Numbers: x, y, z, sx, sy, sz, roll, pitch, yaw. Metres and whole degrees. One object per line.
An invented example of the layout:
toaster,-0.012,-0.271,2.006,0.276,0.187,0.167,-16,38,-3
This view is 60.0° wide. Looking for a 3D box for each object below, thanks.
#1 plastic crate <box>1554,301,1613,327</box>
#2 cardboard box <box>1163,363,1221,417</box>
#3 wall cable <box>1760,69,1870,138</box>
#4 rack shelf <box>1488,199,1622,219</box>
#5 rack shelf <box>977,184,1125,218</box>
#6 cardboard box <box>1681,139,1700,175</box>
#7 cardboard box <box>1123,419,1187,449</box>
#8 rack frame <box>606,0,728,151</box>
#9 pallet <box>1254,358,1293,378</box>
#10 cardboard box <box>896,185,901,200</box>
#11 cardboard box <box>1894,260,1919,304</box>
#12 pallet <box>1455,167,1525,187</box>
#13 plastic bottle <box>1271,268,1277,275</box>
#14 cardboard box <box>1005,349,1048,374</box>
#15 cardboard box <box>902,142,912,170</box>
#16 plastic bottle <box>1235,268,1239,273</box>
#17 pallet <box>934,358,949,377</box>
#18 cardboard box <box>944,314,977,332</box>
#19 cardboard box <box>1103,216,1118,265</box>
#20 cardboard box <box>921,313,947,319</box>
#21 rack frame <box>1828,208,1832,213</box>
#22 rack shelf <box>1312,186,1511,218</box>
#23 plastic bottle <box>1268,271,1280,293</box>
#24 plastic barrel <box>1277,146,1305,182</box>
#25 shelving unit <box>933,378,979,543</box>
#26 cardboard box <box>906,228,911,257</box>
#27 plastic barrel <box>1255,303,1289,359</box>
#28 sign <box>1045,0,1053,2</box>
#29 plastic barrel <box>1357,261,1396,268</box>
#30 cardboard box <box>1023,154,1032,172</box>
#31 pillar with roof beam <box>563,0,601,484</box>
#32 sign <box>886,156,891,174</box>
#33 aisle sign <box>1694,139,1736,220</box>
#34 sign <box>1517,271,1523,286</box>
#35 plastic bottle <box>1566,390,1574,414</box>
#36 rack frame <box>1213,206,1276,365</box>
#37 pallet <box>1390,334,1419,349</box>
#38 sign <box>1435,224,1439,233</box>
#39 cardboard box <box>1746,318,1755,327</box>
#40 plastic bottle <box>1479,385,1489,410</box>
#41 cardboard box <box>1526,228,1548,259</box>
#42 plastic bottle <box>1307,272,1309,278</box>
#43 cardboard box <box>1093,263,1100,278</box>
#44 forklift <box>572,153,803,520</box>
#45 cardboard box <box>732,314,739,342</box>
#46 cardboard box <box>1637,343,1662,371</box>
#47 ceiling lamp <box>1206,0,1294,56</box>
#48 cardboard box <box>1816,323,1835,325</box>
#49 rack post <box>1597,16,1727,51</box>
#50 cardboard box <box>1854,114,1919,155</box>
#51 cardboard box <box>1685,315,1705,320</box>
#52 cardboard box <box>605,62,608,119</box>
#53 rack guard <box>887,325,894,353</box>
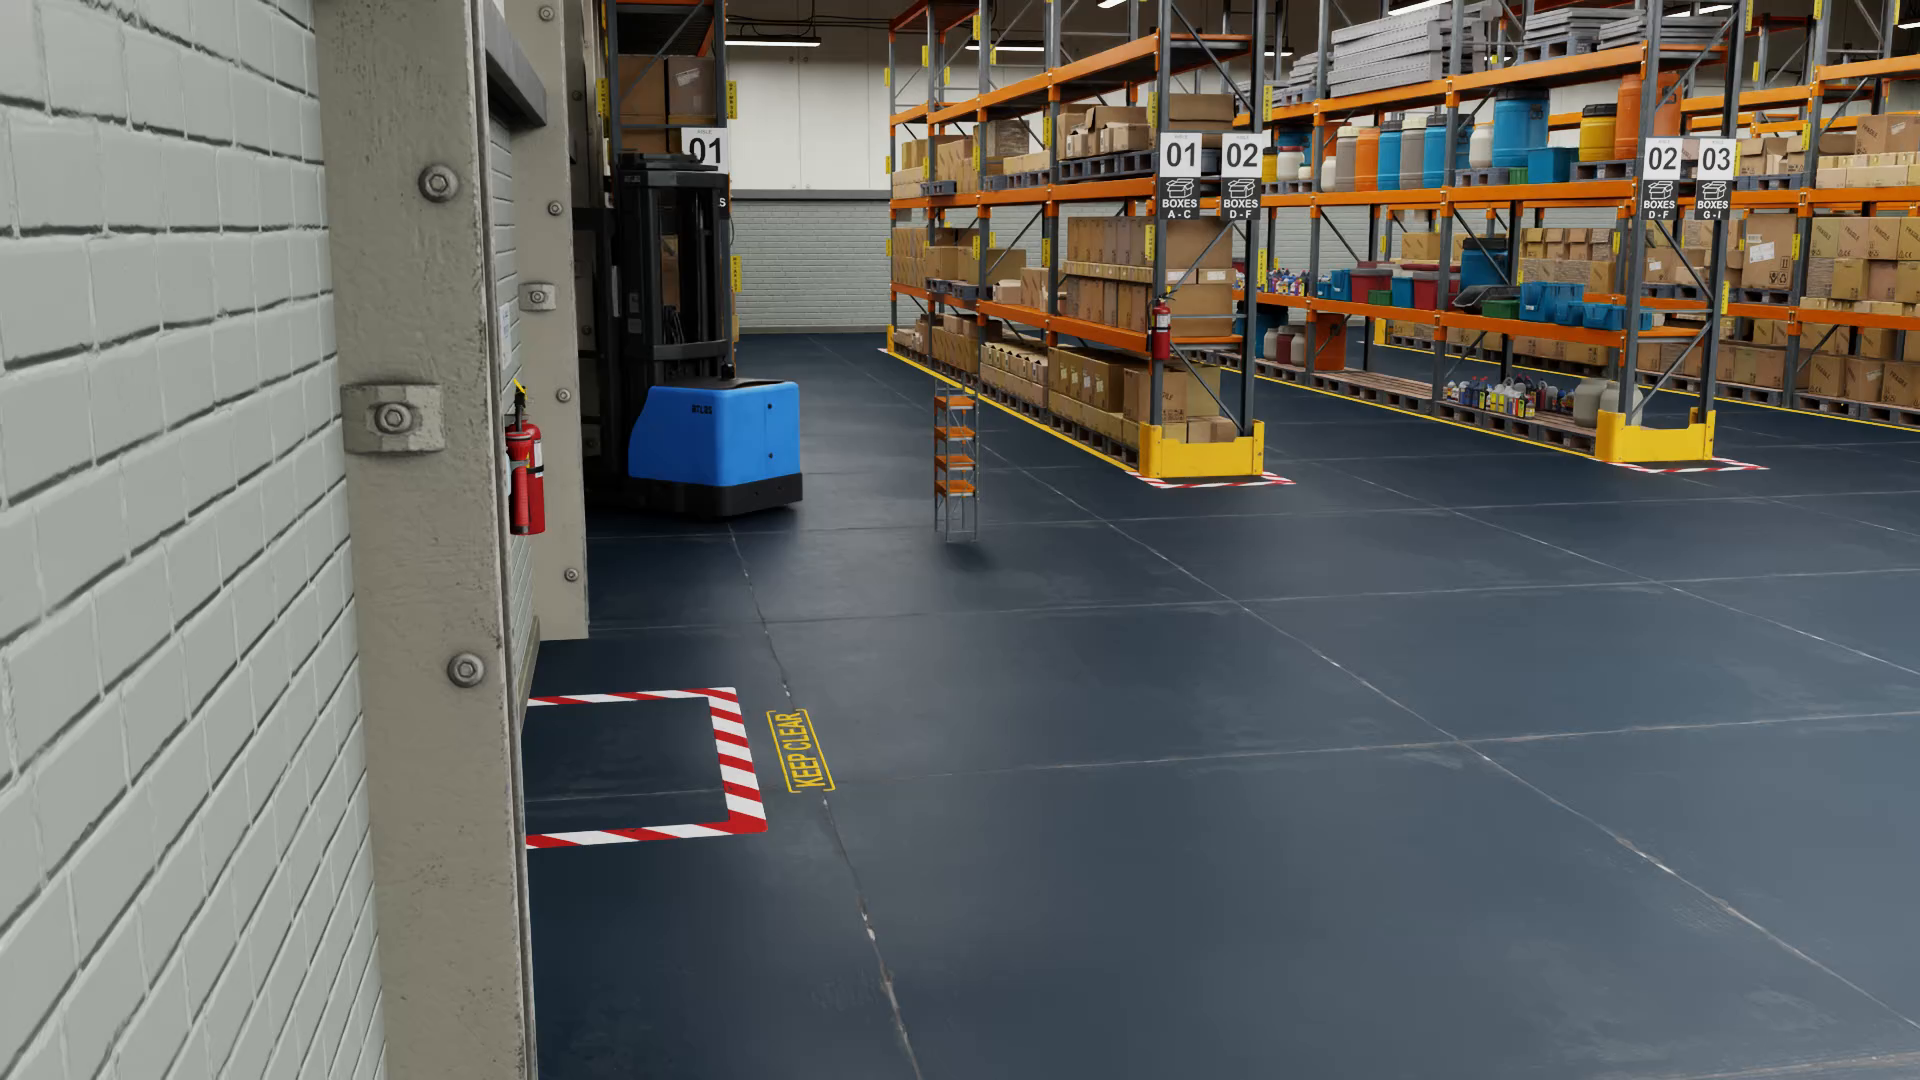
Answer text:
plastic crate,6.667,-2.423,17.800,0.499,0.251,0.408,-2,11,-11
cardboard box,2.334,-1.538,16.980,0.500,0.500,0.500,-2,11,-11
wall cable,20.741,-9.890,40.492,2.988,3.039,0.133,-2,11,-11
rack shelf,10.092,-5.430,27.103,1.077,0.370,4.000,-2,11,-11
rack shelf,1.152,-4.337,21.360,1.077,0.370,4.000,-2,11,-11
cardboard box,10.520,-5.430,23.578,0.500,0.500,0.500,-2,11,-13
cardboard box,1.925,-1.059,16.470,0.500,0.250,0.500,-2,11,-11
rack frame,-2.539,-4.882,14.280,1.000,3.000,0.127,-2,11,-11
pallet,5.195,-2.759,26.629,1.003,0.211,1.213,-2,11,-11
cardboard box,-0.858,-6.255,29.915,0.500,0.250,0.500,-2,11,-11
cardboard box,11.601,-3.045,19.612,0.875,0.500,0.500,-2,11,-11
pallet,6.637,-4.281,19.649,1.213,0.211,1.003,-2,11,-11
plastic bottle,5.203,-4.310,27.451,0.144,0.351,0.185,-2,11,-11
cardboard box,0.885,-2.324,21.613,0.500,0.311,0.500,-2,11,-12
cardboard box,-0.663,-6.876,29.836,0.700,0.500,0.500,-2,11,-11
plastic bottle,4.603,-4.388,27.862,0.144,0.351,0.185,-2,11,-11
pallet,0.180,-2.799,26.839,1.003,0.211,1.213,-2,11,-11
cardboard box,0.035,-3.392,26.001,0.500,0.250,0.500,-2,11,-11
cardboard box,1.926,-3.179,17.638,0.700,0.500,0.500,-2,11,-11
cardboard box,-0.445,-3.948,30.925,0.500,0.500,0.500,-2,11,-11
rack frame,18.646,-5.770,34.992,1.000,3.000,0.127,-2,11,-11
rack shelf,6.012,-4.516,22.303,1.077,0.370,4.000,-2,11,-11
plastic bottle,4.913,-4.037,26.019,0.144,0.351,0.185,-2,11,-11
plastic barrel,5.130,-5.829,25.790,0.433,0.535,0.433,0,11,0
shelving unit,-0.032,-0.620,12.744,0.258,1.200,0.503,-2,11,-11
cardboard box,-0.664,-5.219,29.154,0.500,0.500,0.500,-2,11,-12
plastic barrel,5.071,-3.442,27.245,0.600,0.901,0.708,-2,11,-11
sign,1.011,-6.273,18.875,0.100,0.325,0.005,-2,11,-11
plastic barrel,6.010,-3.755,24.041,0.600,0.536,0.708,-2,11,-11
cardboard box,1.126,-4.907,21.713,0.500,0.250,0.500,-2,11,-12
pillar with roof beam,0.699,-5.136,15.612,9.100,9.000,0.400,-2,11,-11
sign,-1.325,-6.934,30.743,0.100,0.325,0.005,-2,11,-11
aisle sign,7.480,-3.570,16.478,0.394,0.787,0.004,-2,11,-11
sign,6.942,-3.183,20.657,0.100,0.325,0.005,-2,11,-11
plastic bottle,7.045,-1.596,19.182,0.097,0.271,0.097,0,11,0
rack frame,4.845,-4.496,28.298,1.000,3.000,0.127,-2,11,-11
pallet,9.157,-3.896,32.603,1.003,0.211,1.213,-2,11,-11
sign,9.460,-6.112,33.058,0.100,0.325,0.005,-2,11,-11
cardboard box,14.724,-4.007,30.637,0.380,0.149,0.250,-2,11,-9
plastic bottle,6.178,-1.681,19.595,0.061,0.283,0.133,-2,11,-8
cardboard box,9.957,-4.975,27.863,0.797,0.503,0.637,-2,11,-10
plastic bottle,5.559,-4.113,26.417,0.144,0.351,0.185,-2,11,-11
cardboard box,1.658,-2.925,18.039,0.380,0.149,0.250,-2,11,-13
forklift,-2.845,-1.787,14.247,3.031,2.935,1.130,7,13,33
cardboard box,-2.323,-1.972,15.384,0.500,0.250,0.500,-2,11,-13
cardboard box,10.631,-2.809,24.940,0.700,0.500,0.500,-3,11,-14
ceiling lamp,6.015,-11.628,34.113,2.000,3.185,0.800,-2,11,-11
cardboard box,14.783,-3.753,27.950,0.500,0.250,0.500,-2,11,-10
rack post,7.156,-5.140,16.973,0.937,0.300,0.954,-1,11,-5
cardboard box,11.597,-5.050,20.786,0.500,0.500,0.500,-2,11,-13
cardboard box,14.002,-4.180,31.544,0.380,0.149,0.250,-3,11,-14
cardboard box,-2.996,-4.128,15.345,0.500,0.500,0.500,-1,11,-7
rack guard,-0.778,-3.809,31.370,1.175,0.500,0.348,-2,11,-11
